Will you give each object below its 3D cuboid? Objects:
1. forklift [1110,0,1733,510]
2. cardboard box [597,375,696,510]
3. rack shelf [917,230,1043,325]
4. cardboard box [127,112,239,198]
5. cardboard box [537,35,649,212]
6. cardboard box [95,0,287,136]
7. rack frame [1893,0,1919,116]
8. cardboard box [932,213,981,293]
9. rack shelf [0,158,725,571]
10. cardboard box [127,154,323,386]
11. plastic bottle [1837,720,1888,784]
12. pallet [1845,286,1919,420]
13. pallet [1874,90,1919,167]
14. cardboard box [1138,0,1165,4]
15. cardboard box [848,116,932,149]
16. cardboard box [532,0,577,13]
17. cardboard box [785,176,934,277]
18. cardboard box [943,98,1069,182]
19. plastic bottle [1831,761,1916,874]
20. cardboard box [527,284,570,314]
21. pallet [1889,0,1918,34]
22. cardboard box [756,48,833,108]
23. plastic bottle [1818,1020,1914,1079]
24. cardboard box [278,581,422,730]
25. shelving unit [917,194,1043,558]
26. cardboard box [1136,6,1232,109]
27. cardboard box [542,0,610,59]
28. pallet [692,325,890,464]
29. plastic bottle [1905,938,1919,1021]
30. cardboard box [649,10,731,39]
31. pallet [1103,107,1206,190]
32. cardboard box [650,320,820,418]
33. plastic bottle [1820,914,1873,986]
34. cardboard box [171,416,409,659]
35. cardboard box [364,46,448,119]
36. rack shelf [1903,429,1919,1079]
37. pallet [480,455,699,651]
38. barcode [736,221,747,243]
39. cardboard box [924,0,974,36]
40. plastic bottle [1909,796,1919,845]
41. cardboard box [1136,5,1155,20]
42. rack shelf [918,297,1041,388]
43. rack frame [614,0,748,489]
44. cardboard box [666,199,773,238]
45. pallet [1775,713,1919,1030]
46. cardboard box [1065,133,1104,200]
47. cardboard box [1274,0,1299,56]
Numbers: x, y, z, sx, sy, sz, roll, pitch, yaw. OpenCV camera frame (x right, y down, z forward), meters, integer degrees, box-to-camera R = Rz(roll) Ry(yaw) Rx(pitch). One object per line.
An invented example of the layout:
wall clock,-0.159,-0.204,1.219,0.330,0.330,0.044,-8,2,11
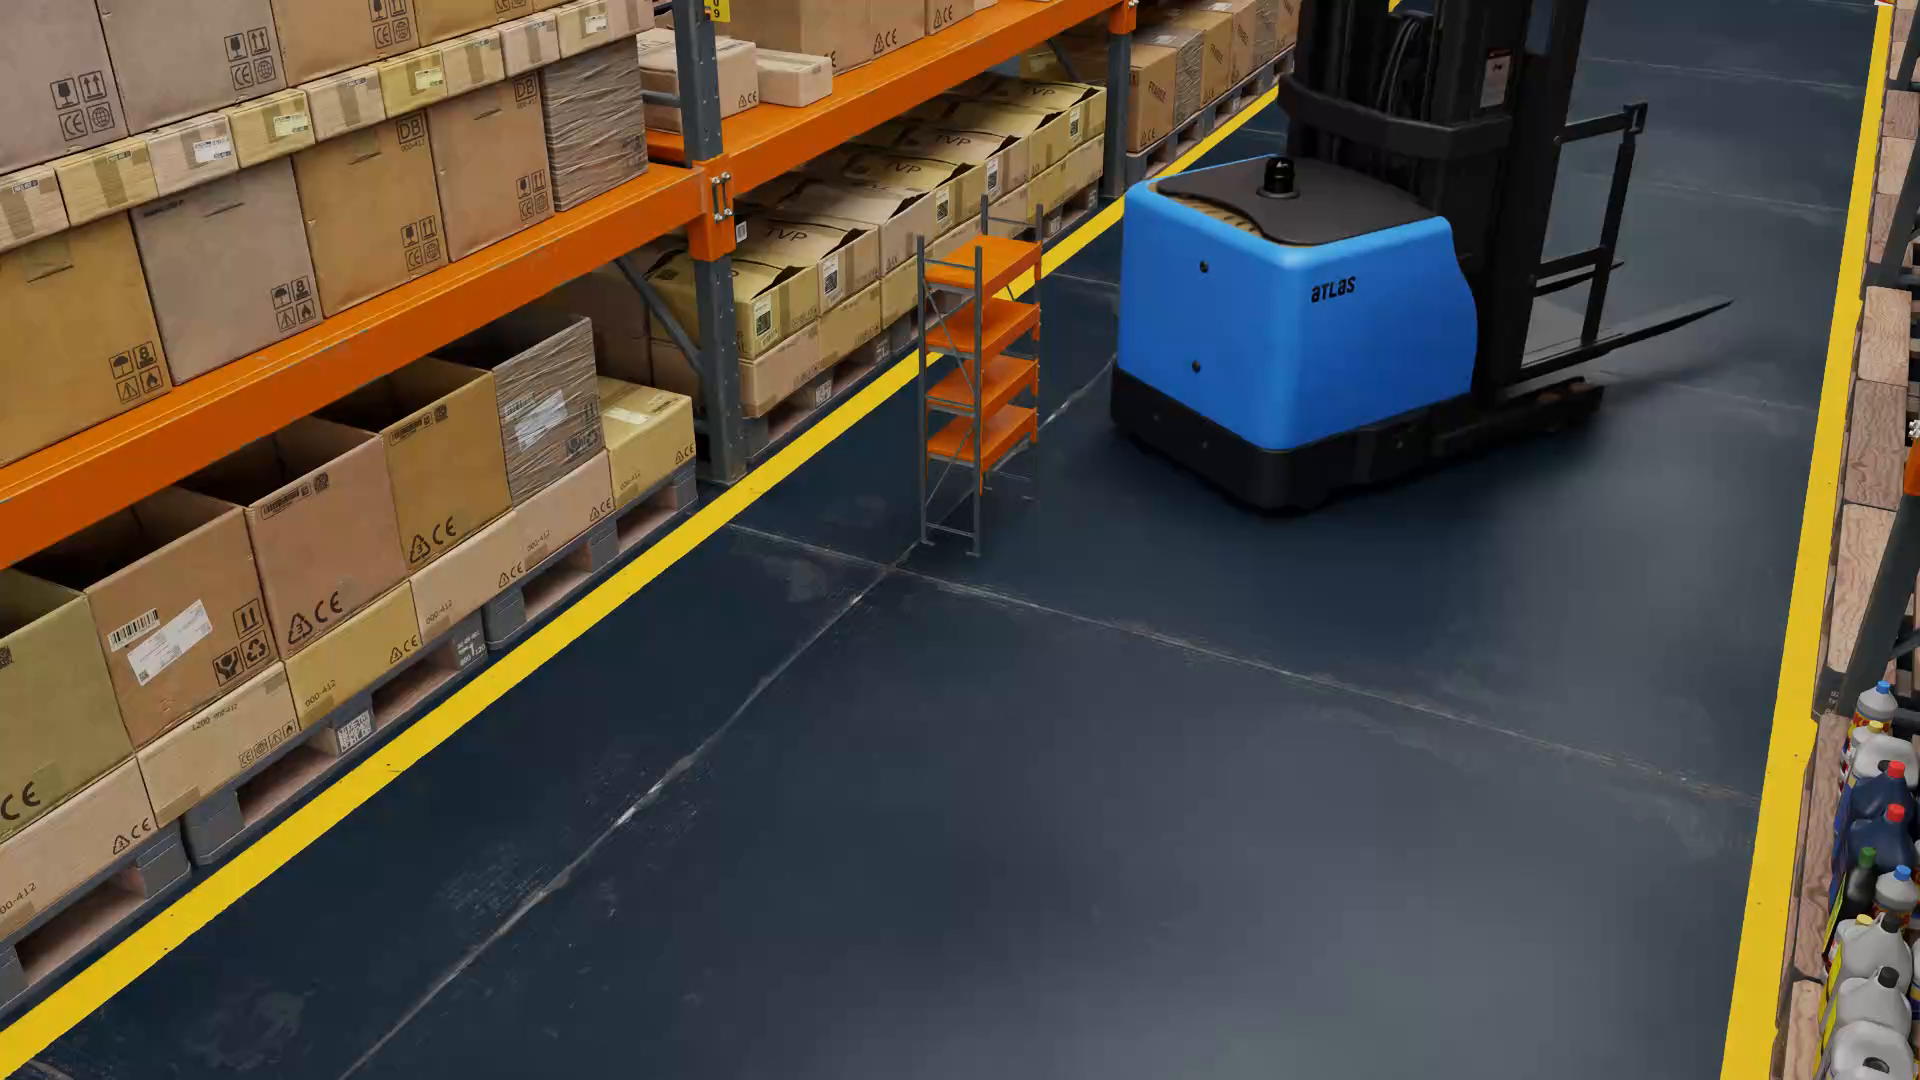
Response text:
forklift,2.151,-1.933,6.673,3.031,2.935,1.130,-18,34,-28
cardboard box,-1.346,-0.381,6.240,0.500,0.250,0.500,14,33,23
rack shelf,0.075,-0.934,5.883,0.258,0.148,0.480,14,33,23
cardboard box,-2.080,-1.004,4.234,0.380,0.149,0.250,15,33,24
cardboard box,-1.526,-1.491,5.734,0.700,0.500,0.500,13,32,22
cardboard box,-2.212,-1.386,4.249,0.700,0.500,0.500,14,33,23
rack frame,6.723,-4.067,10.320,1.000,3.000,0.127,14,33,23
cardboard box,-0.225,-1.440,8.085,0.500,0.250,0.500,15,33,24
rack shelf,-2.241,-0.447,4.739,1.077,0.370,4.000,14,33,23
cardboard box,-2.225,-0.807,4.543,0.700,0.500,0.500,15,33,25
plastic bottle,2.497,0.589,4.581,0.097,0.201,0.097,0,30,0
pallet,4.513,-0.750,7.344,1.003,0.211,1.213,14,33,23
pallet,6.334,-2.525,10.436,1.003,0.211,1.213,14,33,23
cardboard box,1.194,-3.800,11.170,0.500,0.250,0.500,14,33,22
cardboard box,-0.474,-2.026,8.543,0.500,0.311,0.500,13,32,22
cardboard box,-1.526,-2.054,5.411,0.700,0.500,0.500,14,33,24
cardboard box,-0.452,-1.456,7.550,0.500,0.311,0.500,13,32,22
cardboard box,0.242,-2.132,8.727,0.500,0.311,0.500,14,33,23
plastic bottle,2.341,0.701,4.235,0.144,0.351,0.185,15,33,25
cardboard box,-1.819,-0.826,6.263,0.500,0.500,0.500,14,33,23
pallet,8.135,-4.274,13.481,1.003,0.211,1.213,14,33,23
cardboard box,-0.744,-1.884,6.770,0.380,0.149,0.250,14,33,23
plastic bottle,1.905,1.162,3.507,0.152,0.276,0.135,13,32,22
cardboard box,-2.025,0.286,5.080,0.500,0.250,0.500,14,33,23
shelving unit,0.075,-0.594,6.079,0.258,1.200,0.503,14,33,23
cardboard box,1.421,-3.118,10.735,0.500,0.500,0.500,14,33,23
cardboard box,-1.377,-1.692,5.433,0.380,0.149,0.250,14,33,22
pallet,-1.029,-0.772,7.383,1.003,0.211,1.213,14,33,23
plastic bottle,2.205,1.028,3.741,0.152,0.276,0.135,14,33,23
cardboard box,-1.092,-2.019,6.889,0.396,0.266,0.258,13,33,22
pallet,0.866,-2.532,10.448,1.003,0.211,1.213,14,33,23
cardboard box,-0.925,-0.758,6.898,0.500,0.250,0.500,13,33,22
plastic bottle,2.105,0.970,3.918,0.097,0.201,0.097,0,30,0
cardboard box,-2.024,-0.039,4.893,0.500,0.500,0.500,14,33,23
cardboard box,-1.728,-1.351,4.838,0.380,0.149,0.250,14,33,23
rack shelf,2.167,0.678,2.780,1.077,0.370,4.000,14,33,23
pallet,-1.729,-0.094,6.201,1.003,0.211,1.213,14,33,23
barcode,-0.843,-1.188,6.411,0.001,0.075,0.075,14,33,23
cardboard box,-0.257,-2.715,7.865,0.500,0.500,0.500,12,32,21
plastic bottle,2.470,0.734,4.179,0.144,0.351,0.185,14,33,23
cardboard box,0.946,-3.223,10.919,0.500,0.500,0.500,13,32,22
rack shelf,0.075,-0.729,6.001,0.258,0.148,0.480,14,33,23
rack frame,-1.330,-1.646,6.104,1.000,3.000,0.127,14,33,23
cardboard box,-1.169,-1.356,7.375,0.500,0.311,0.500,15,33,25
pallet,2.735,0.977,4.337,1.003,0.211,1.213,14,33,23
cardboard box,0.470,-2.120,9.270,0.500,0.250,0.500,15,33,24
cardboard box,2.113,-3.798,11.921,0.500,0.500,0.500,14,33,23
